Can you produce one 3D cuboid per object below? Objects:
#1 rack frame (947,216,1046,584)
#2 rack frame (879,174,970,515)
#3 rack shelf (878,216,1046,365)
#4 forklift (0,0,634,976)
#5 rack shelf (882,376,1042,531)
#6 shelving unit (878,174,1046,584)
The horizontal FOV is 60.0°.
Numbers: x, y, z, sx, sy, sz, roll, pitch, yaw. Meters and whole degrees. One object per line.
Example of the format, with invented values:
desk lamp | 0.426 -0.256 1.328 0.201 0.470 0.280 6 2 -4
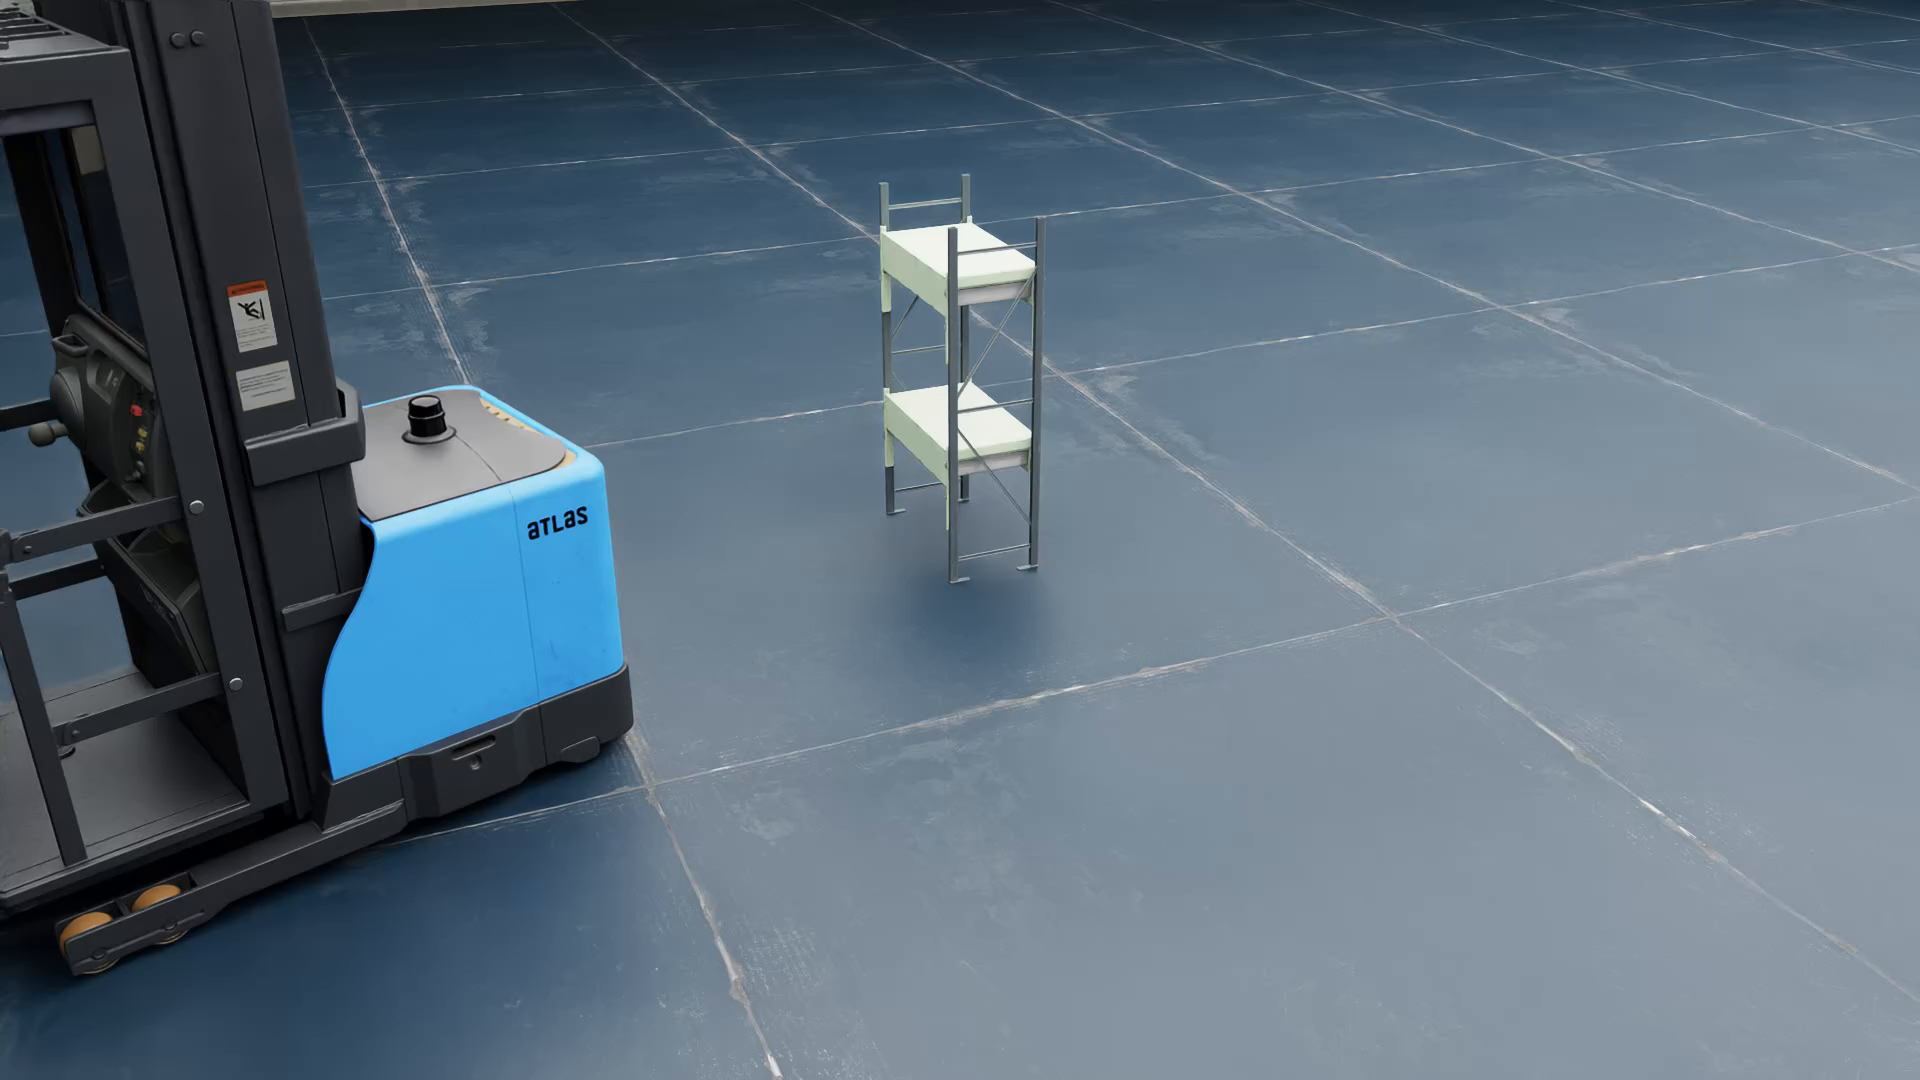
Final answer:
rack frame | 0.141 -0.529 6.624 0.400 1.500 0.023 -11 28 -21
rack frame | -0.146 -0.824 7.229 0.400 1.500 0.023 -11 28 -21
rack shelf | -0.003 -1.027 6.755 0.431 0.370 0.720 -11 28 -21
forklift | -2.578 -0.346 4.618 3.031 2.935 1.130 -21 33 -36
rack shelf | -0.003 -0.384 7.069 0.431 0.370 0.720 -11 28 -21
shelving unit | -0.003 -0.677 6.926 0.431 1.500 0.755 -11 28 -21
